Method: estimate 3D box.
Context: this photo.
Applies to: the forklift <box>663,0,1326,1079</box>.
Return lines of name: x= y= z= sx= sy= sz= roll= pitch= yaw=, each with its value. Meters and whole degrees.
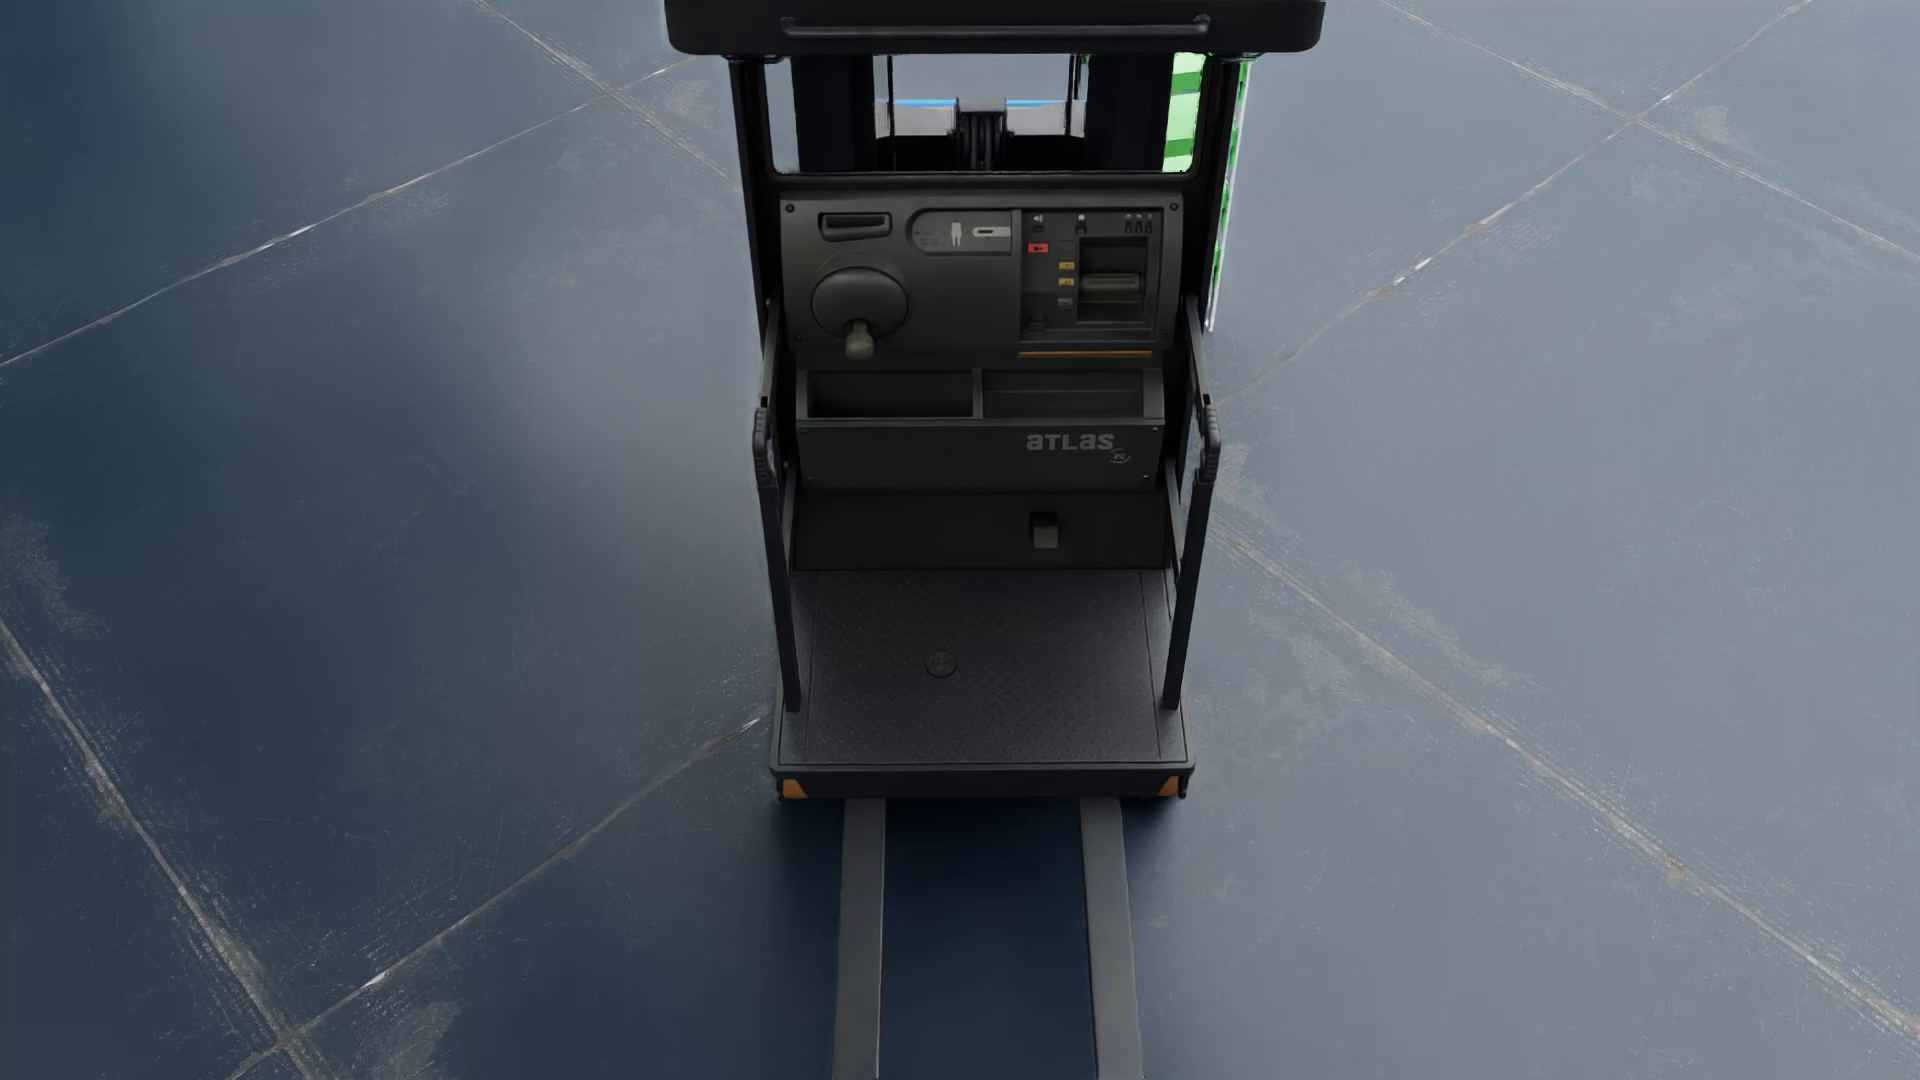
forklift: x=0.055 y=-0.518 z=3.734 sx=1.130 sy=2.935 sz=3.031 roll=0 pitch=47 yaw=0

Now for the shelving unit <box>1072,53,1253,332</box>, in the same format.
shelving unit: x=0.630 y=-1.194 z=5.535 sx=0.503 sy=1.200 sz=0.258 roll=-10 pitch=48 yaw=-9

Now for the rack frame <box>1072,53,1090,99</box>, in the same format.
rack frame: x=0.393 y=-1.150 z=5.495 sx=0.015 sy=1.200 sz=0.240 roll=-10 pitch=48 yaw=-9

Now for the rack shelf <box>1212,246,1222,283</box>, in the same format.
rack shelf: x=0.630 y=-0.987 z=5.758 sx=0.480 sy=0.148 sz=0.258 roll=-10 pitch=48 yaw=-9

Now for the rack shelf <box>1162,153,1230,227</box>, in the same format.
rack shelf: x=0.630 y=-1.150 z=5.582 sx=0.480 sy=0.148 sz=0.258 roll=-10 pitch=48 yaw=-9

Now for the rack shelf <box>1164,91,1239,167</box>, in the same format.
rack shelf: x=0.630 y=-1.313 z=5.405 sx=0.480 sy=0.148 sz=0.258 roll=-10 pitch=48 yaw=-9

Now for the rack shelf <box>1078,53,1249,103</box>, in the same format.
rack shelf: x=0.630 y=-1.476 z=5.229 sx=0.480 sy=0.148 sz=0.258 roll=-10 pitch=48 yaw=-9

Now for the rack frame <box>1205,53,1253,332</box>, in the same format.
rack frame: x=0.867 y=-1.237 z=5.575 sx=0.015 sy=1.200 sz=0.240 roll=-10 pitch=48 yaw=-9
